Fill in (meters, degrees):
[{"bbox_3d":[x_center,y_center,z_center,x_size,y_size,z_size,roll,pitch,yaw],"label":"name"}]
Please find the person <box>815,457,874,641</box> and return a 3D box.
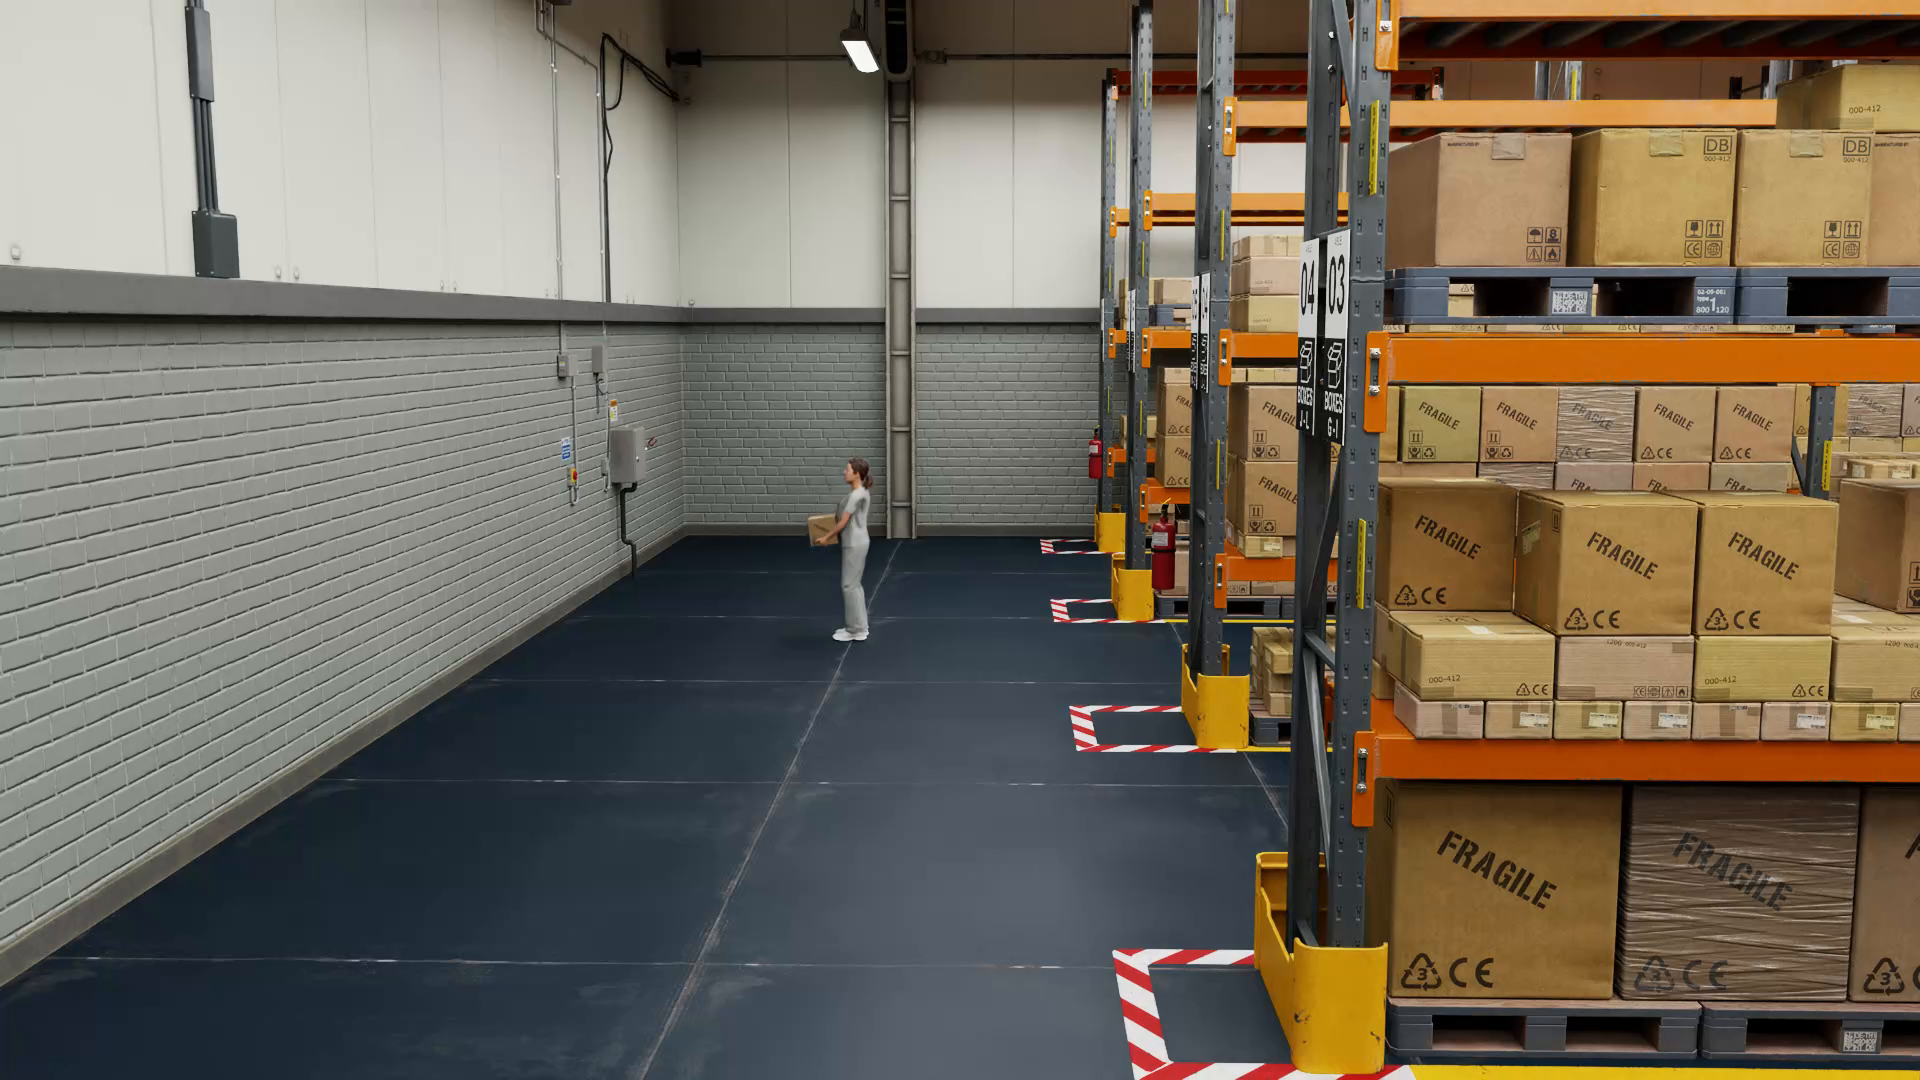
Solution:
[{"bbox_3d":[-1.047,0.079,15.212,0.545,1.667,0.431,0,7,1],"label":"person"}]
